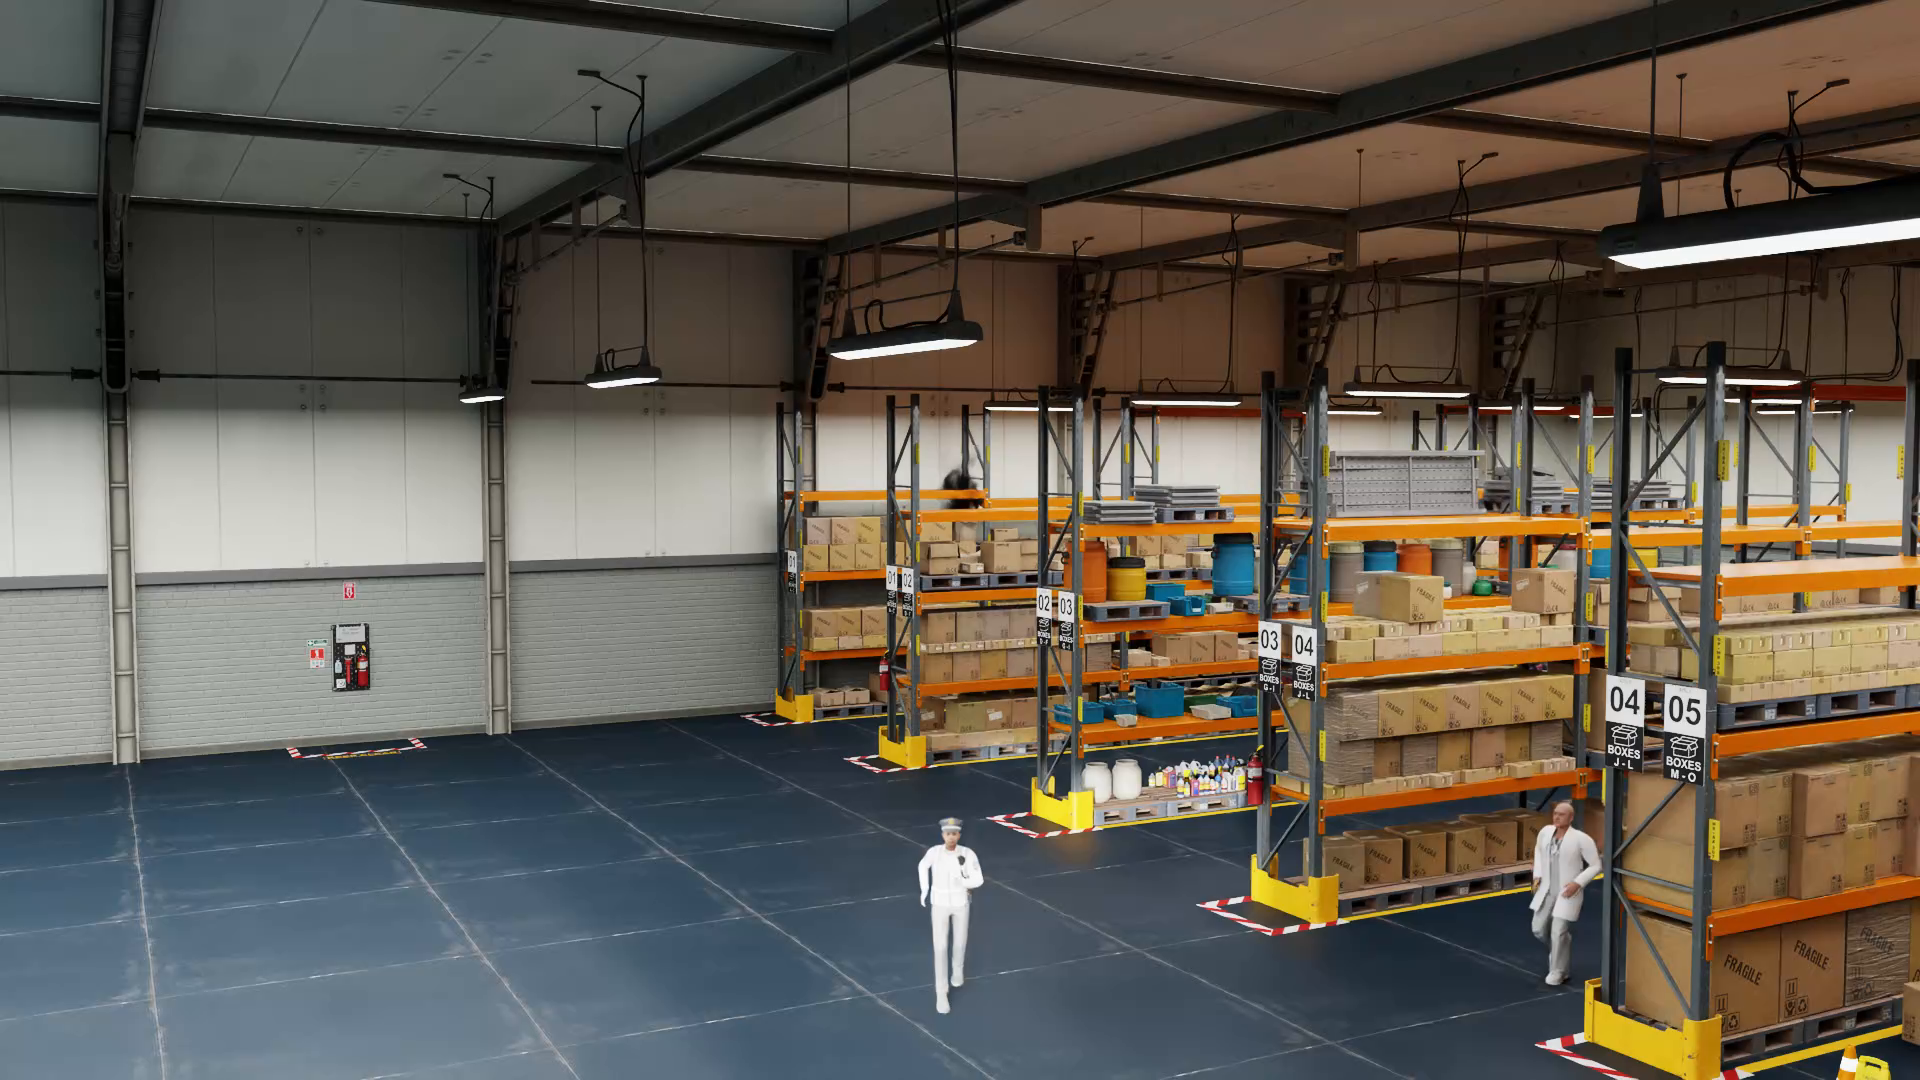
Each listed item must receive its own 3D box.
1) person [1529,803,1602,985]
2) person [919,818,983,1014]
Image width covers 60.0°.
[{"bbox_3d":[5.828,3.393,16.032,0.624,1.742,0.726,-3,4,-41],"label":"person"},{"bbox_3d":[-0.086,3.425,15.483,0.598,1.724,0.870,0,3,-1],"label":"person"}]
